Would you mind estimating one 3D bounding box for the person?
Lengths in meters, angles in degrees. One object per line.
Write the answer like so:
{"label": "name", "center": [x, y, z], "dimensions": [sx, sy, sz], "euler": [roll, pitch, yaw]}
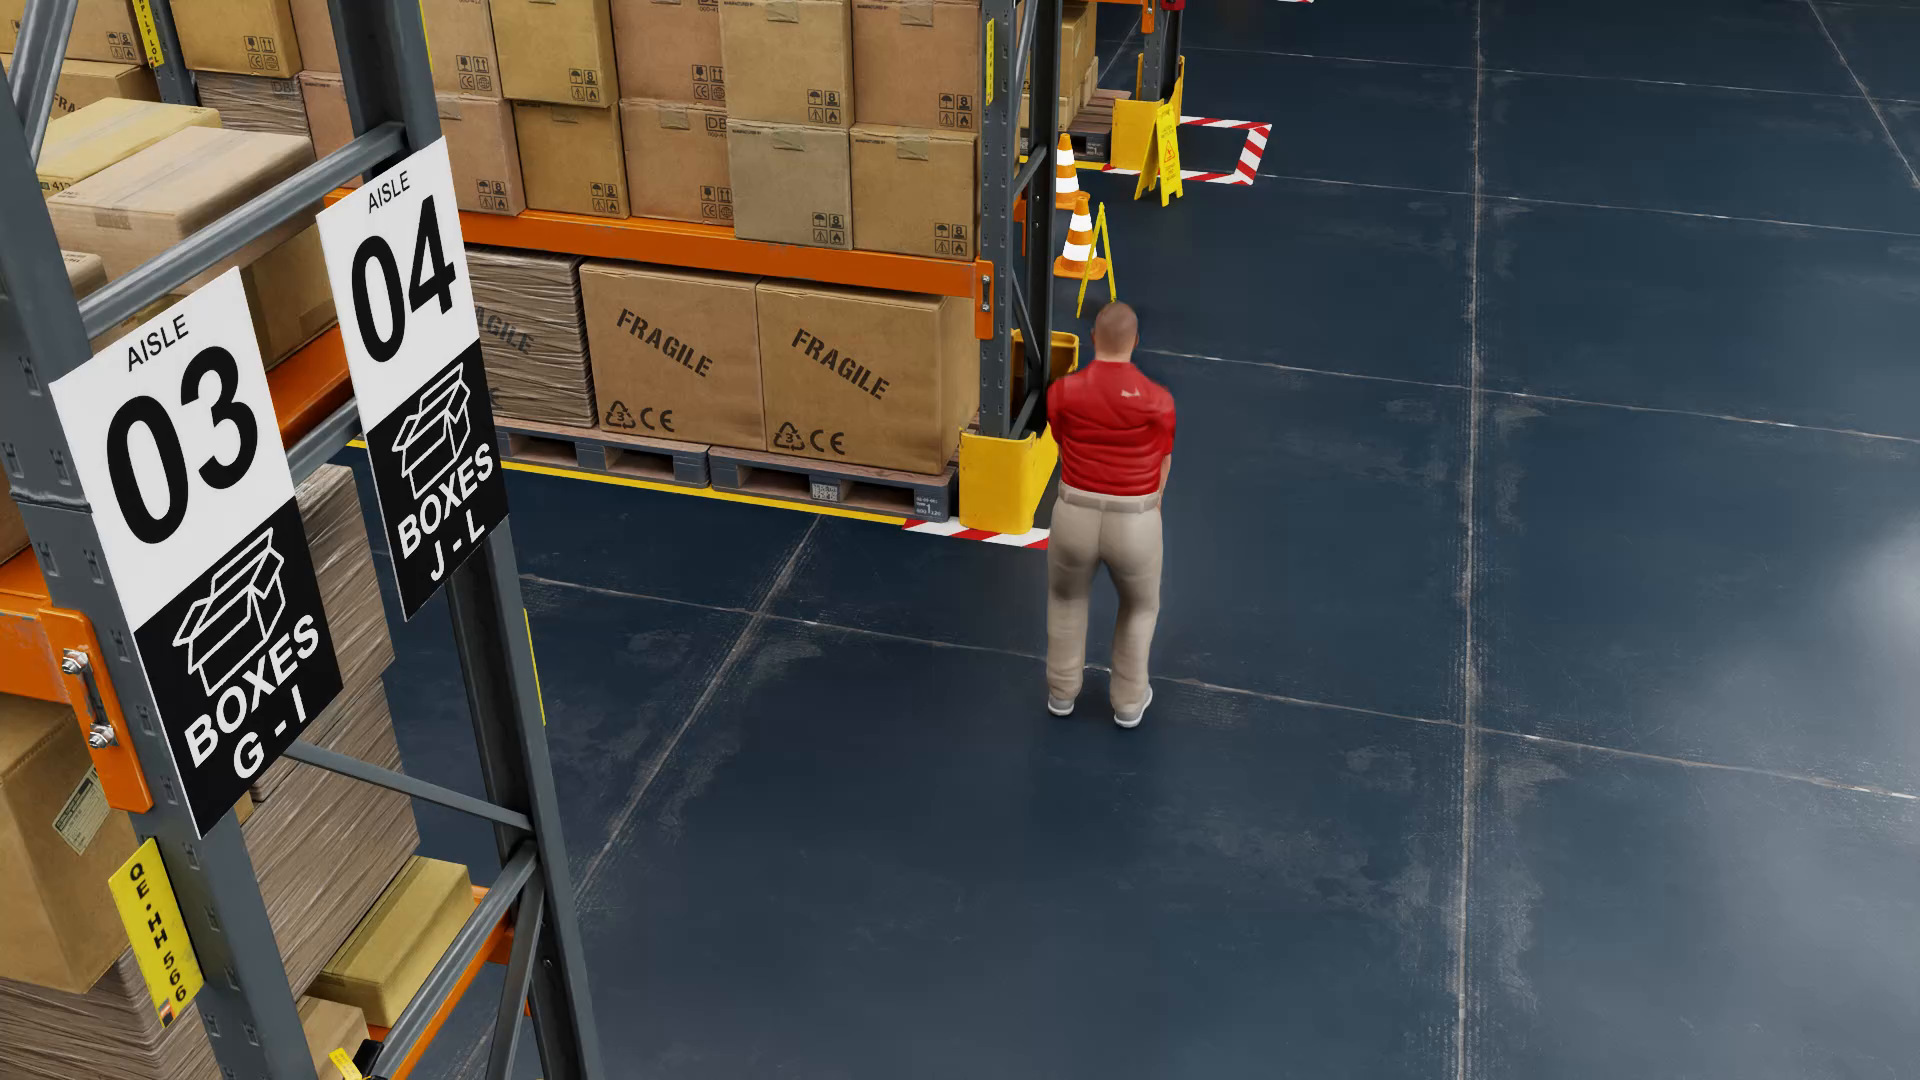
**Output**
{"label": "person", "center": [0.537, 0.016, 6.319], "dimensions": [0.483, 1.533, 0.404], "euler": [7, 33, 12]}
